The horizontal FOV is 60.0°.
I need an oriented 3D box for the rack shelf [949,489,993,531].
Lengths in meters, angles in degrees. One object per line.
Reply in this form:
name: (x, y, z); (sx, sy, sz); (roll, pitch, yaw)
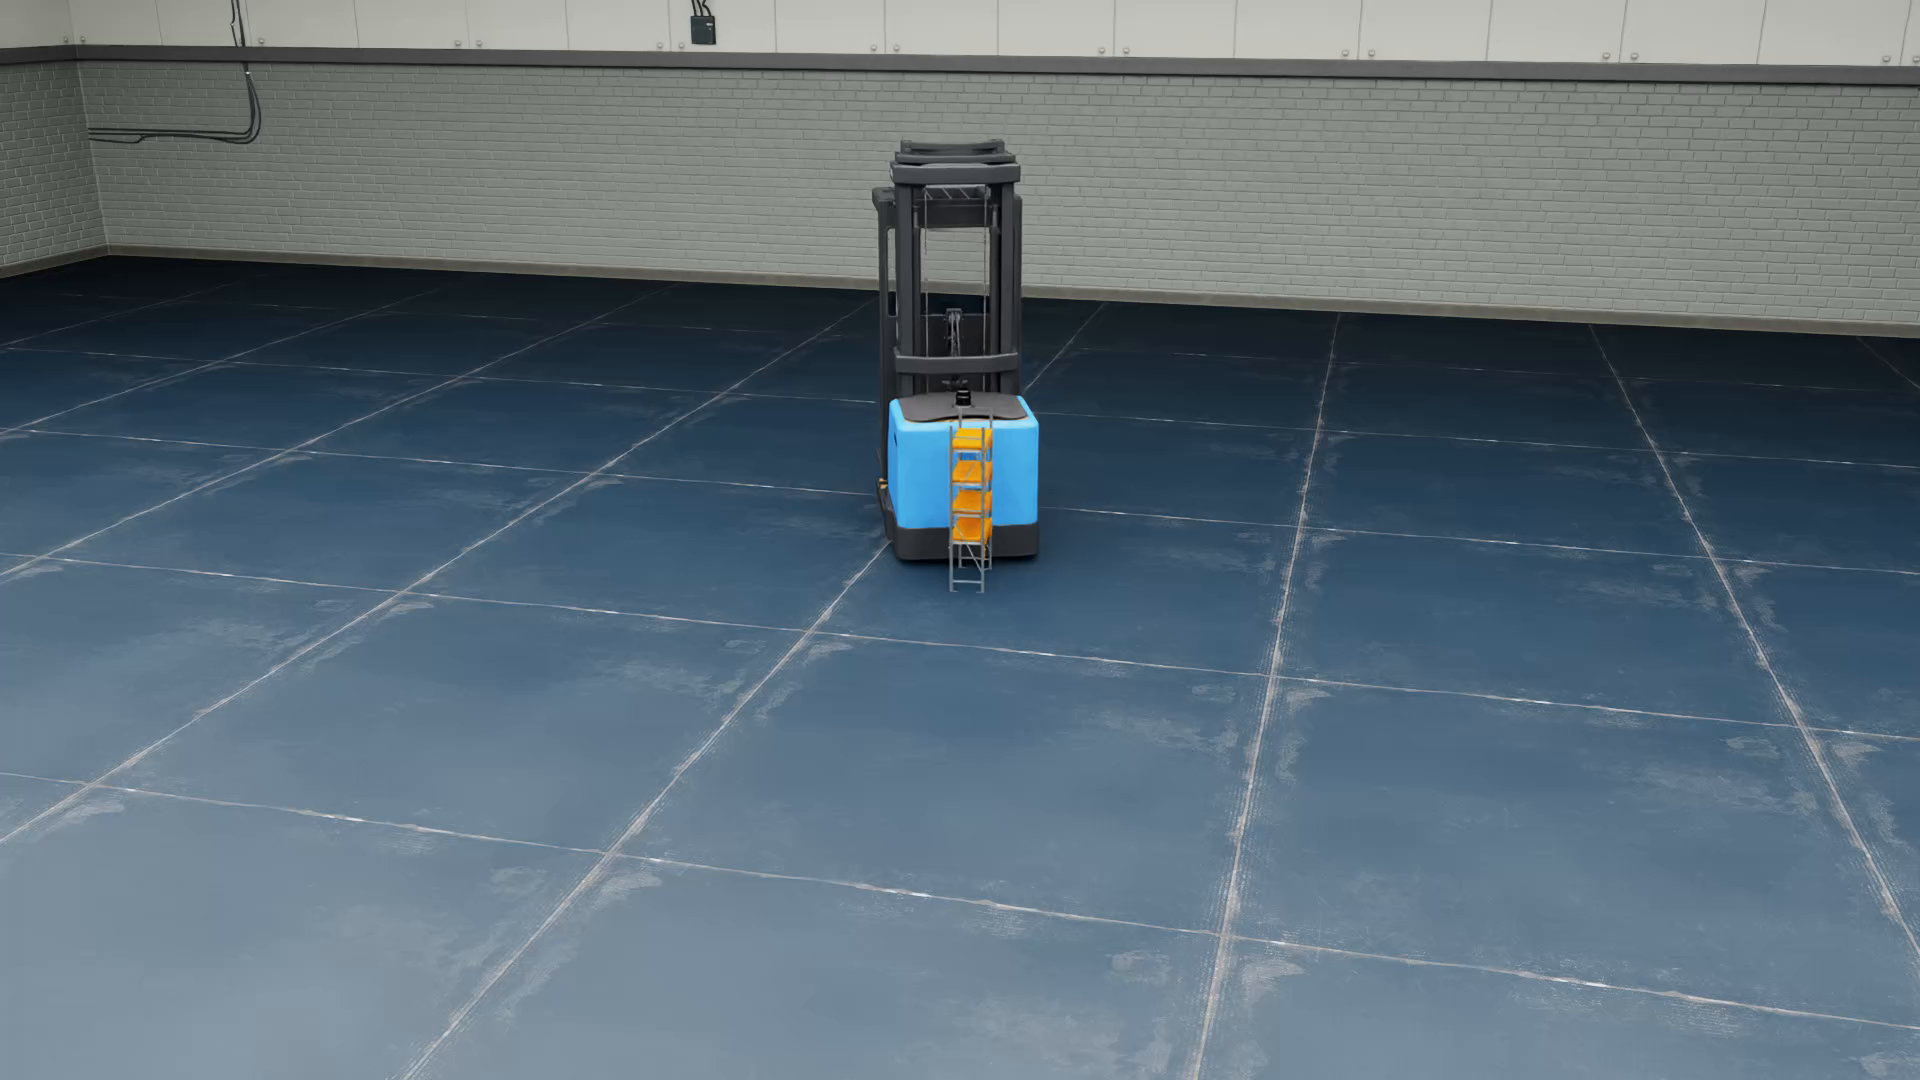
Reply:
rack shelf: (0.079, -0.214, 11.666); (0.258, 0.148, 0.480); (2, 19, 7)

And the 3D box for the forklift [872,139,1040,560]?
forklift: (-0.103, -1.675, 13.057); (1.130, 2.935, 3.031); (-2, 19, -6)

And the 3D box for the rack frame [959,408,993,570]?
rack frame: (0.110, -0.356, 11.874); (0.240, 1.200, 0.015); (2, 19, 7)

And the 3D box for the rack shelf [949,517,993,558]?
rack shelf: (0.079, -0.026, 11.730); (0.258, 0.148, 0.480); (2, 19, 7)

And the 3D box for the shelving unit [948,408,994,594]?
shelving unit: (0.079, -0.278, 11.644); (0.258, 1.200, 0.503); (2, 19, 7)

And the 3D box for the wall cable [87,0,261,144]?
wall cable: (-11.645, -7.037, 24.172); (3.097, 2.526, 0.112); (5, 19, 13)

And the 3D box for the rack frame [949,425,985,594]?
rack frame: (0.048, -0.200, 11.415); (0.240, 1.200, 0.015); (2, 19, 7)

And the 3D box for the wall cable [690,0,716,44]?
wall cable: (-2.443, -9.361, 20.911); (2.305, 6.003, 0.169); (5, 19, 13)

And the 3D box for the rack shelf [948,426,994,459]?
rack shelf: (0.079, -0.650, 11.517); (0.258, 0.148, 0.480); (2, 19, 7)

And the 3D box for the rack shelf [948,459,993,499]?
rack shelf: (0.079, -0.426, 11.594); (0.258, 0.148, 0.480); (2, 19, 7)
